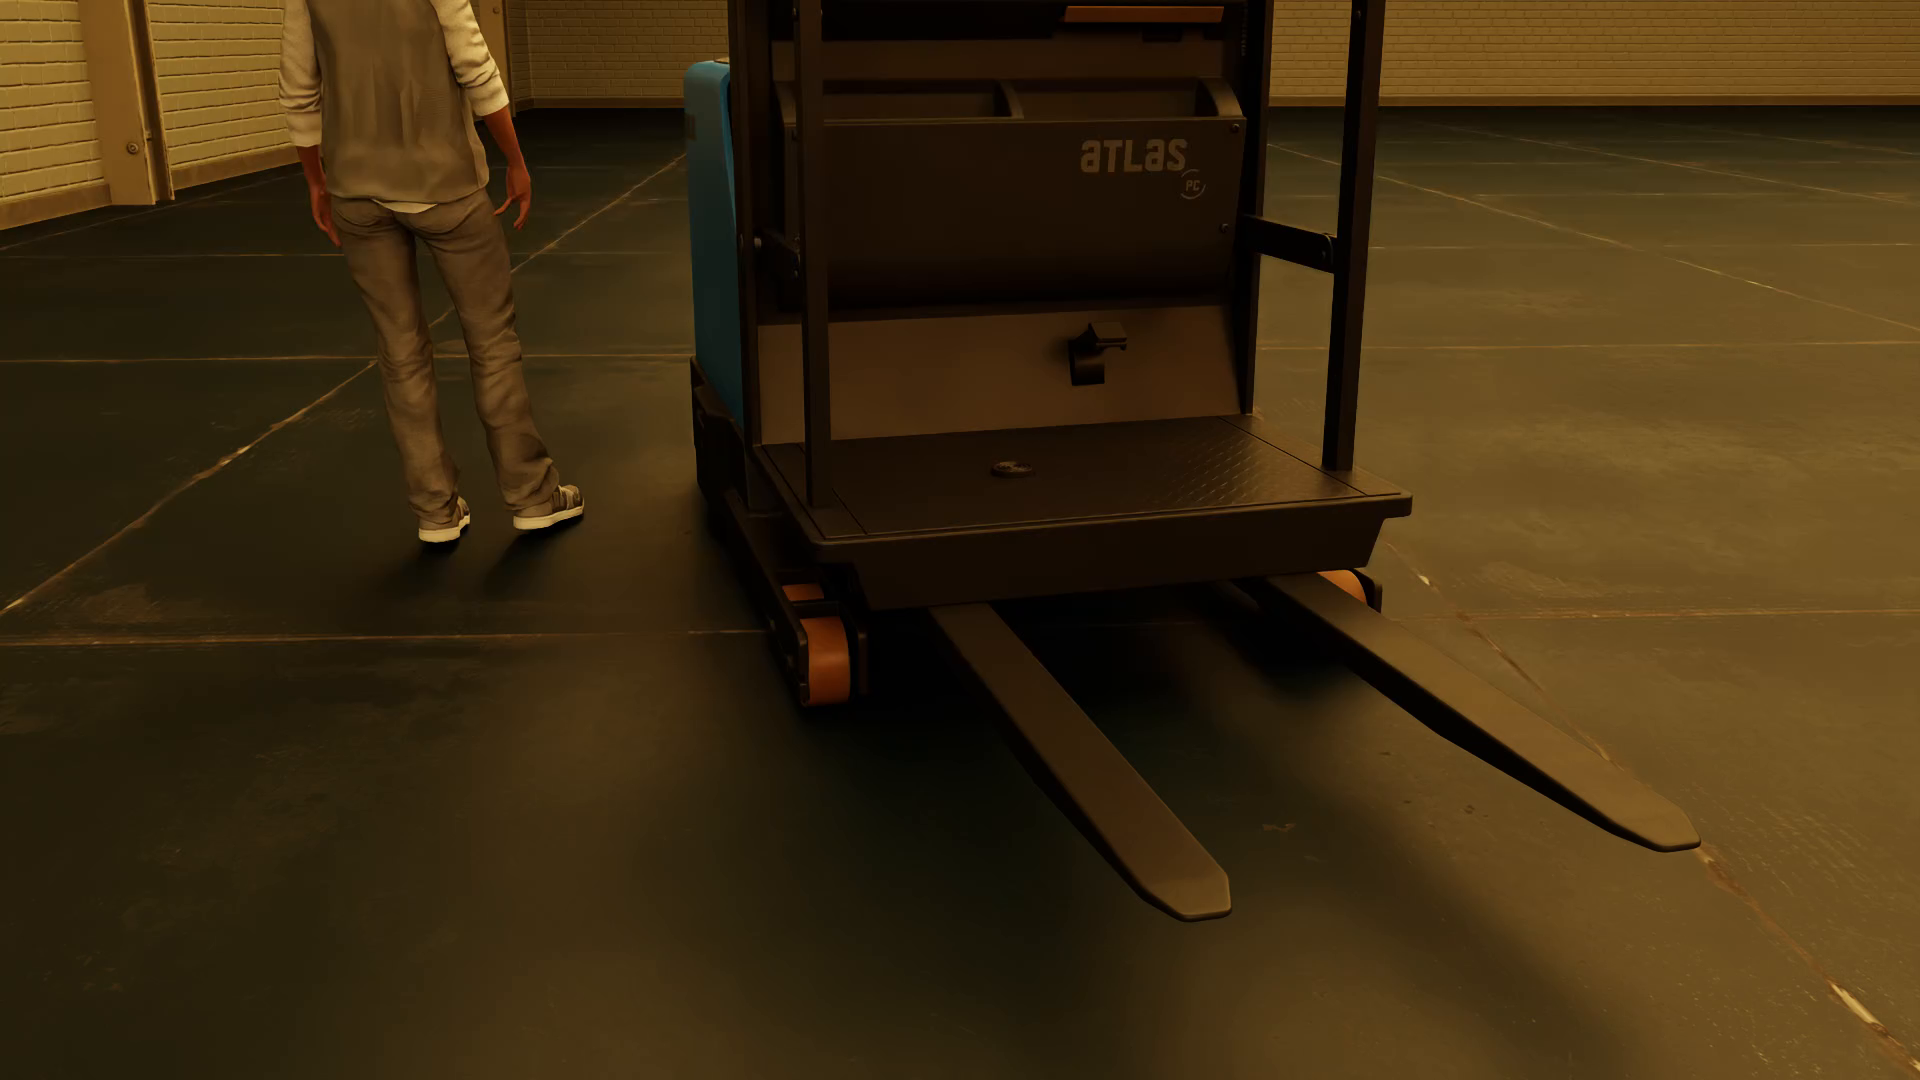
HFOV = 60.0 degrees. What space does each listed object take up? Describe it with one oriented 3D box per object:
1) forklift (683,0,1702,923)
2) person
[{"bbox_3d":[0.162,-1.229,2.926,1.130,2.935,3.031,-5,18,-15],"label":"forklift"},{"bbox_3d":[-1.191,-0.780,3.712,0.520,1.596,0.476,1,17,2],"label":"person"}]
